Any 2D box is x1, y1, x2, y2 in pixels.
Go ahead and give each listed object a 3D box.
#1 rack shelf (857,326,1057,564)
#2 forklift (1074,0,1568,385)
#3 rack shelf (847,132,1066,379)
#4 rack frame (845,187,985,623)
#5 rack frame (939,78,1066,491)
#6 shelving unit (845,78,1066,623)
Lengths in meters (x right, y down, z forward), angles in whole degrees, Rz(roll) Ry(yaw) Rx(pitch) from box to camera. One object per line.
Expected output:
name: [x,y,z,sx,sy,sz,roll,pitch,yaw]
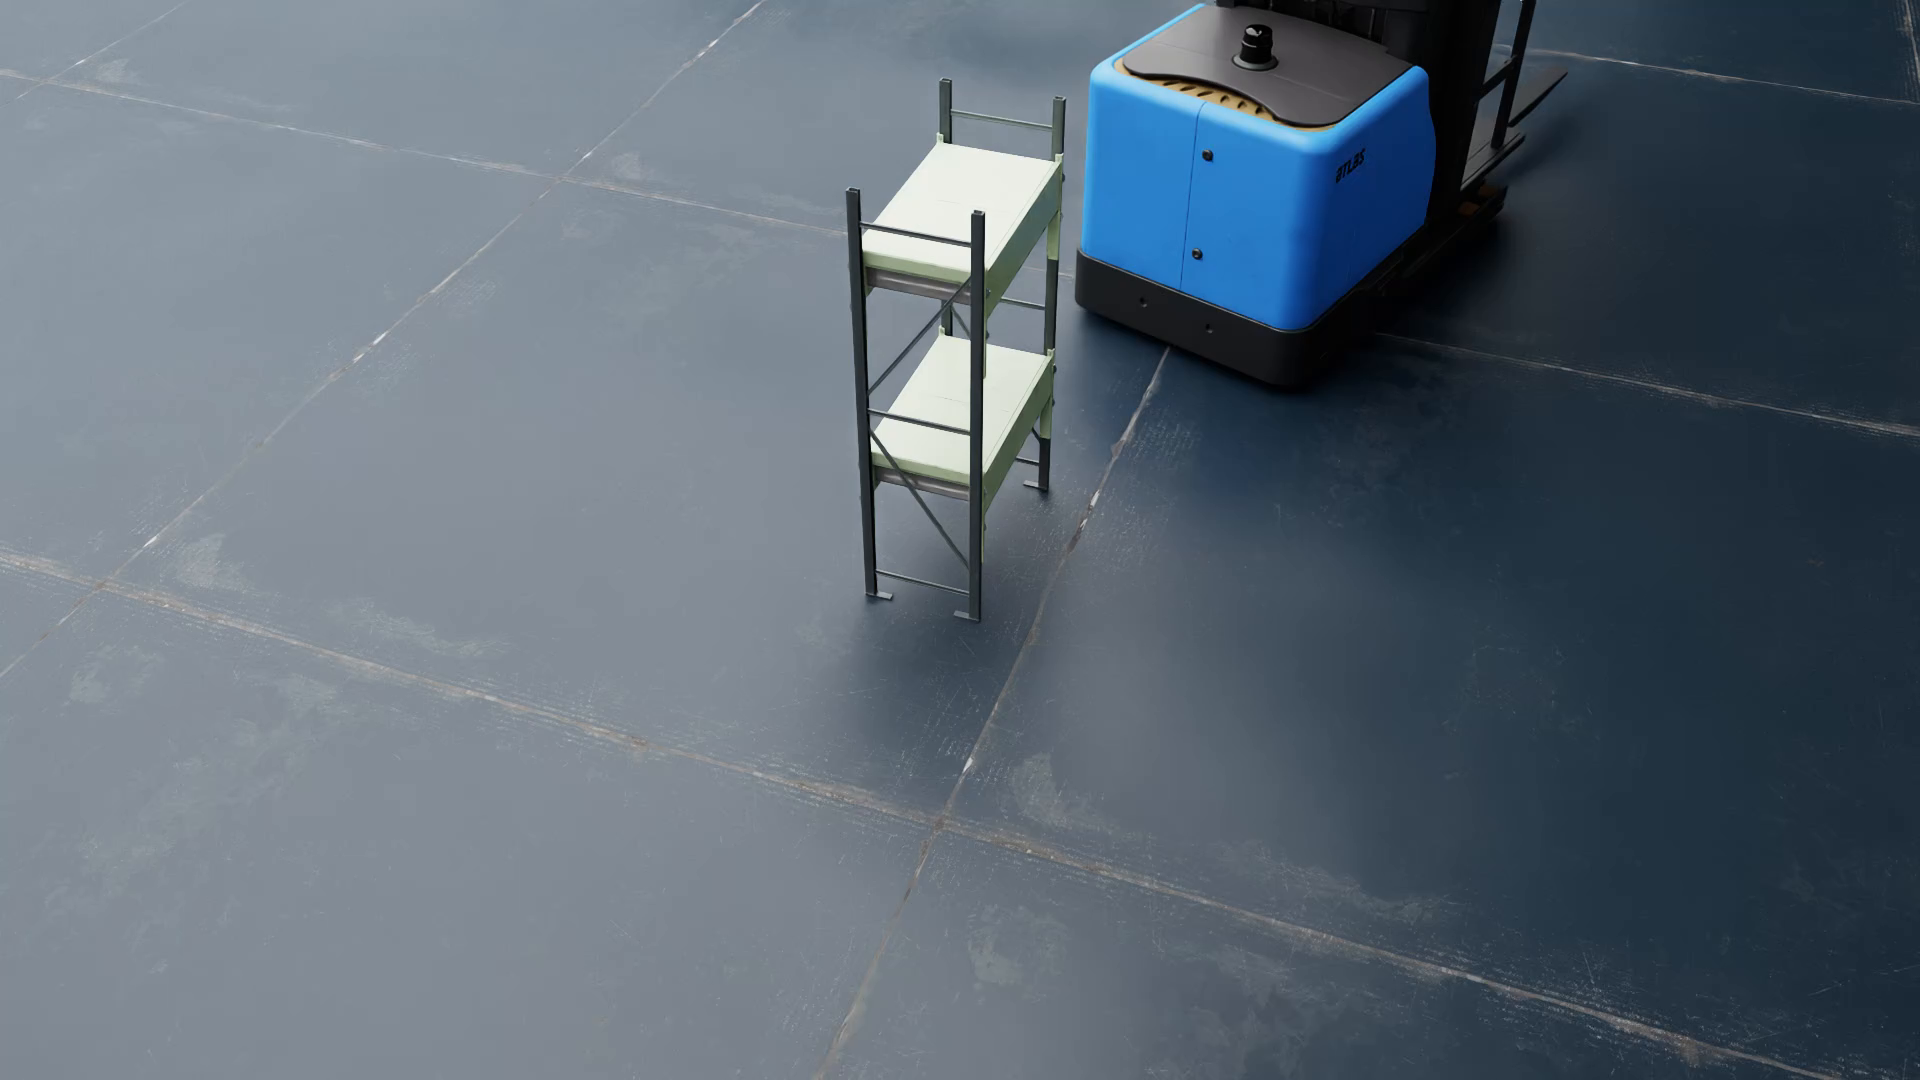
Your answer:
rack shelf: [0.002,-0.327,5.480,0.431,0.370,0.720,13,42,15]
forklift: [1.769,-2.604,6.544,1.130,2.935,3.031,27,47,28]
rack shelf: [0.002,-0.872,5.015,0.431,0.370,0.720,13,42,15]
rack frame: [-0.123,-0.351,5.006,0.400,1.500,0.023,13,42,15]
rack frame: [0.127,-0.798,5.530,0.400,1.500,0.023,13,42,15]
shelving unit: [0.002,-0.575,5.268,0.431,1.500,0.755,13,42,15]
